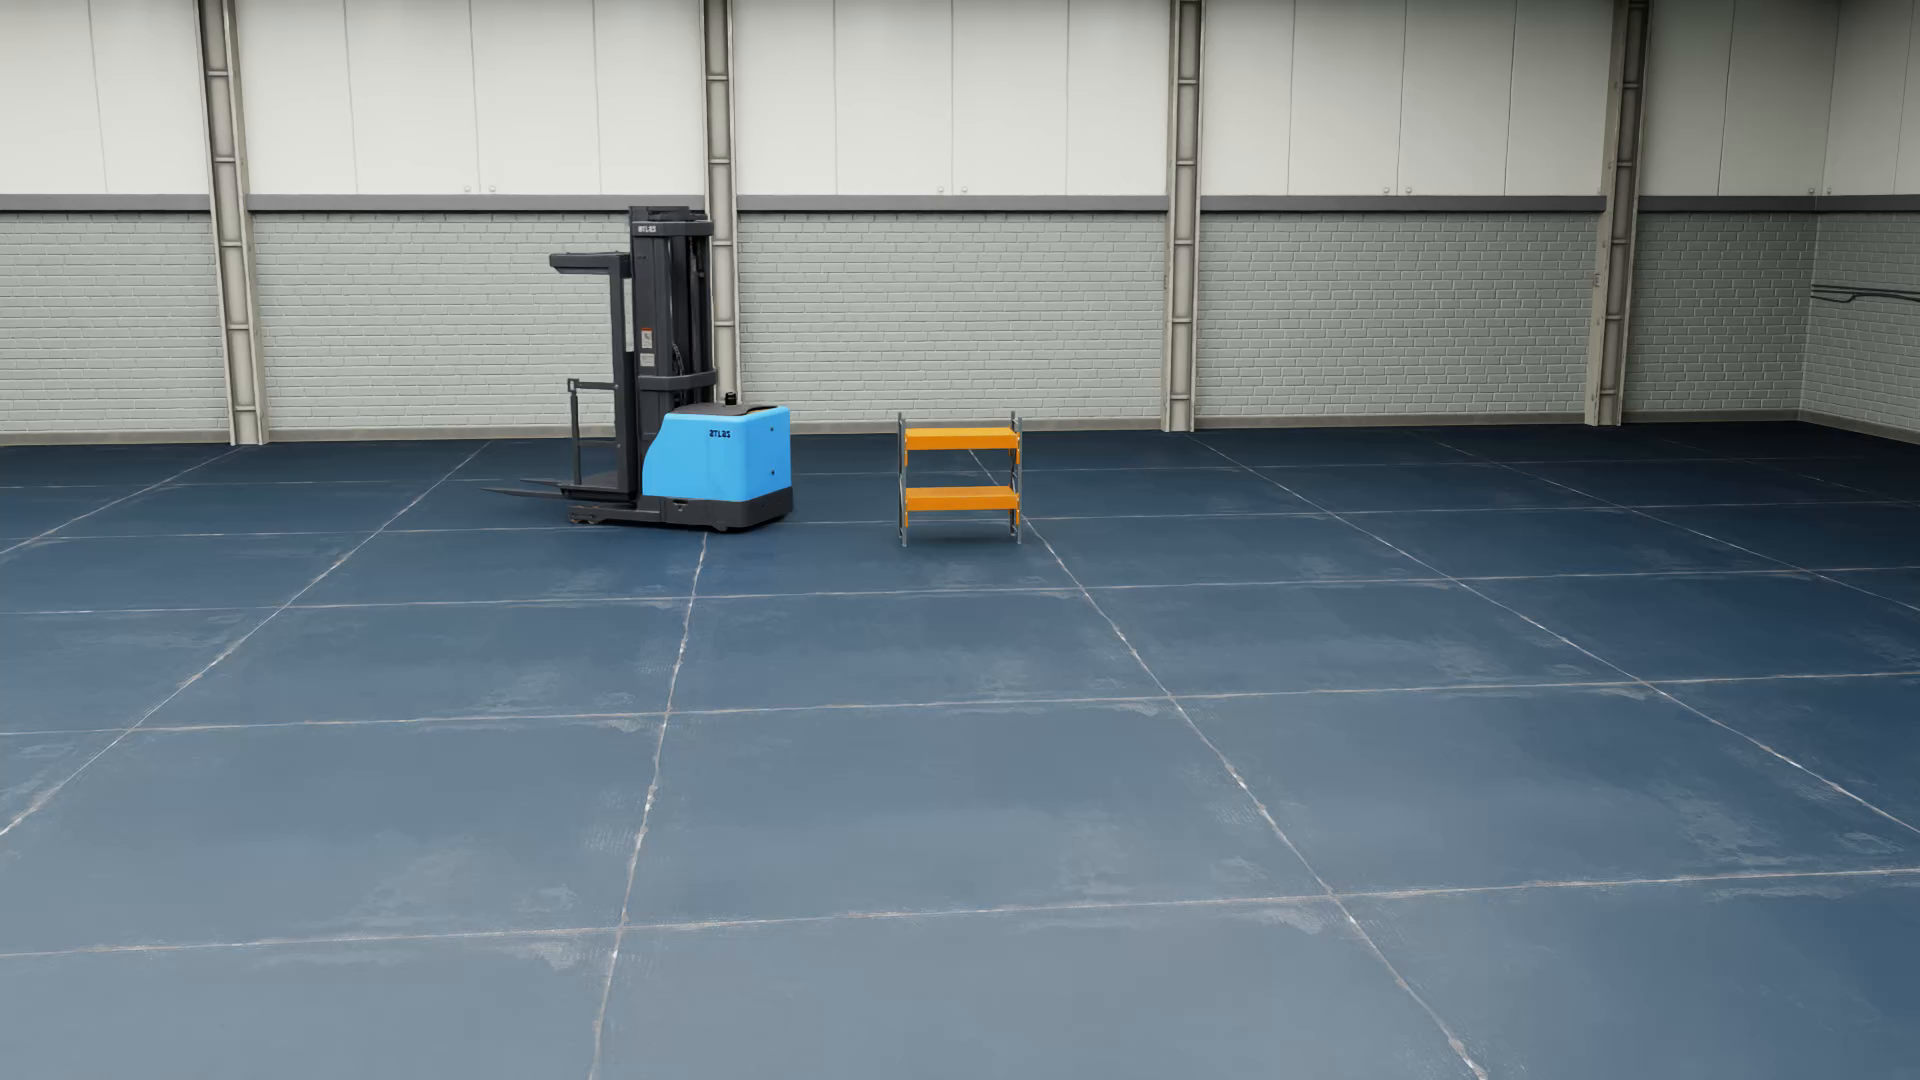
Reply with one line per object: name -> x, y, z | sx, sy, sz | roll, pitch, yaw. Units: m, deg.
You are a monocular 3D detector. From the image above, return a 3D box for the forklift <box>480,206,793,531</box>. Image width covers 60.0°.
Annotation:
forklift -> -3.168, -1.675, 15.788 | 3.031, 2.935, 1.130 | 4, 12, 21

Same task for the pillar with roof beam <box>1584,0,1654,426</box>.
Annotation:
pillar with roof beam -> 9.353, -5.192, 17.949 | 0.400, 9.000, 9.100 | -1, 11, -6

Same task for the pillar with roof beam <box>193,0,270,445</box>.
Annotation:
pillar with roof beam -> -8.542, -4.817, 16.041 | 0.400, 9.000, 9.100 | -1, 11, -6

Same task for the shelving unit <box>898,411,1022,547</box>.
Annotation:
shelving unit -> -0.007, -0.552, 14.759 | 1.048, 1.125, 0.538 | -1, 11, -6

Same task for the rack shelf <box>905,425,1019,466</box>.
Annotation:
rack shelf -> -0.007, -0.839, 14.702 | 1.000, 0.278, 0.538 | -1, 11, -6

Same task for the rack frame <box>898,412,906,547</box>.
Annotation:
rack frame -> -0.512, -0.541, 14.705 | 0.032, 1.125, 0.500 | -1, 11, -6

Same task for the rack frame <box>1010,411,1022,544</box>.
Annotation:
rack frame -> 0.499, -0.562, 14.813 | 0.032, 1.125, 0.500 | -1, 11, -6

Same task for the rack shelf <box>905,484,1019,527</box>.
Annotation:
rack shelf -> -0.007, -0.312, 14.806 | 1.000, 0.278, 0.538 | -1, 11, -6

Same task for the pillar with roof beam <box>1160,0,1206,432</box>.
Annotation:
pillar with roof beam -> 3.388, -5.067, 17.313 | 0.400, 9.000, 9.100 | -1, 11, -6

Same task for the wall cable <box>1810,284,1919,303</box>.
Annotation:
wall cable -> 11.960, -4.301, 21.470 | 0.112, 2.526, 3.097 | -1, 11, -6

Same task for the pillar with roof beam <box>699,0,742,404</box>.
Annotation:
pillar with roof beam -> -2.577, -4.942, 16.677 | 0.400, 9.000, 9.100 | -1, 11, -6
